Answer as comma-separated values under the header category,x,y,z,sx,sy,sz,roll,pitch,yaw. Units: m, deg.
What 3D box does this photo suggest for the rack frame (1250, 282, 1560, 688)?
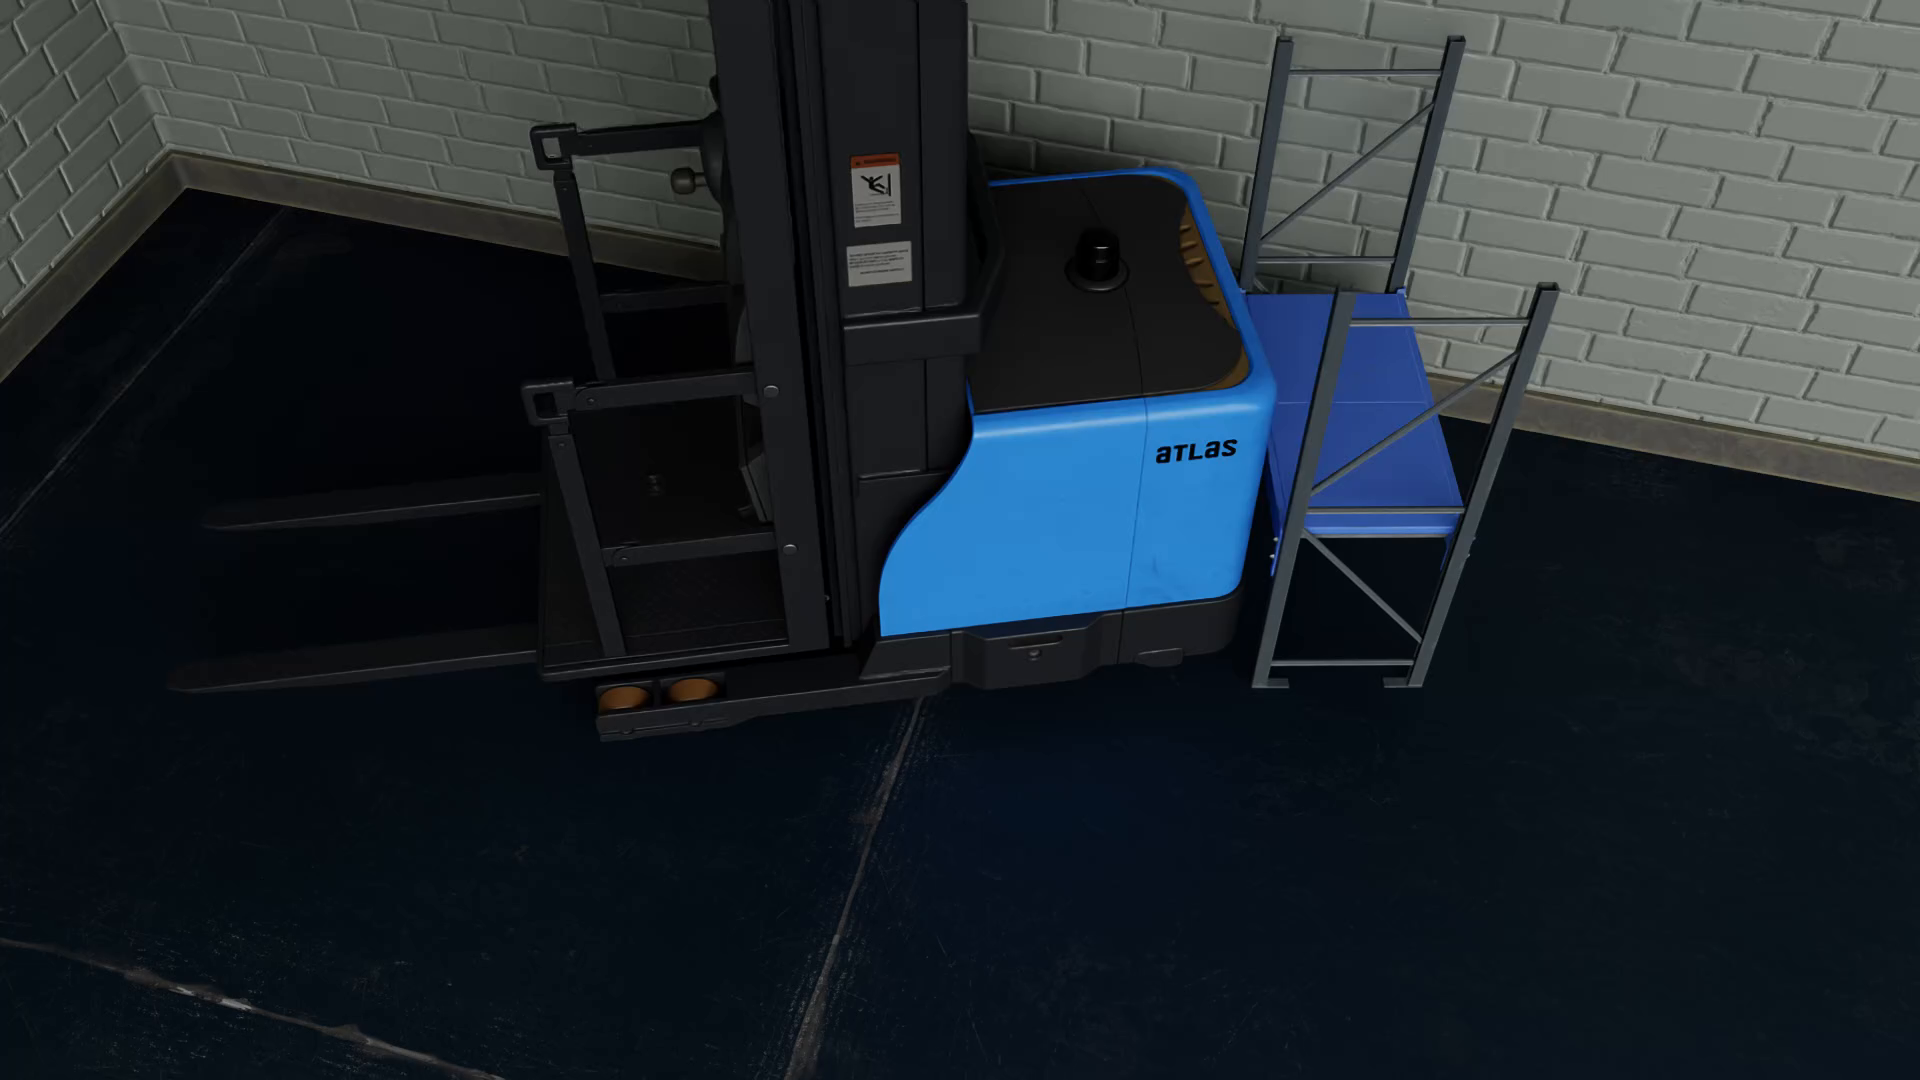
category,x,y,z,sx,sy,sz,roll,pitch,yaw
rack frame,1.102,-0.075,4.316,0.500,1.500,0.032,0,49,0

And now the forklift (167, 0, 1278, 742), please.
category,x,y,z,sx,sy,sz,roll,pitch,yaw
forklift,-0.743,-0.826,4.024,3.031,2.935,1.130,-6,49,-6

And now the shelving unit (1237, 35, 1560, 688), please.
category,x,y,z,sx,sy,sz,roll,pitch,yaw
shelving unit,1.099,-0.456,4.652,0.538,1.500,1.048,0,49,0

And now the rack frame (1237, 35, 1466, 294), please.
category,x,y,z,sx,sy,sz,roll,pitch,yaw
rack frame,1.095,-0.837,4.989,0.500,1.500,0.032,0,49,0

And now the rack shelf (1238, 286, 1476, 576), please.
category,x,y,z,sx,sy,sz,roll,pitch,yaw
rack shelf,1.099,-0.337,4.787,0.538,0.185,1.000,0,49,0
